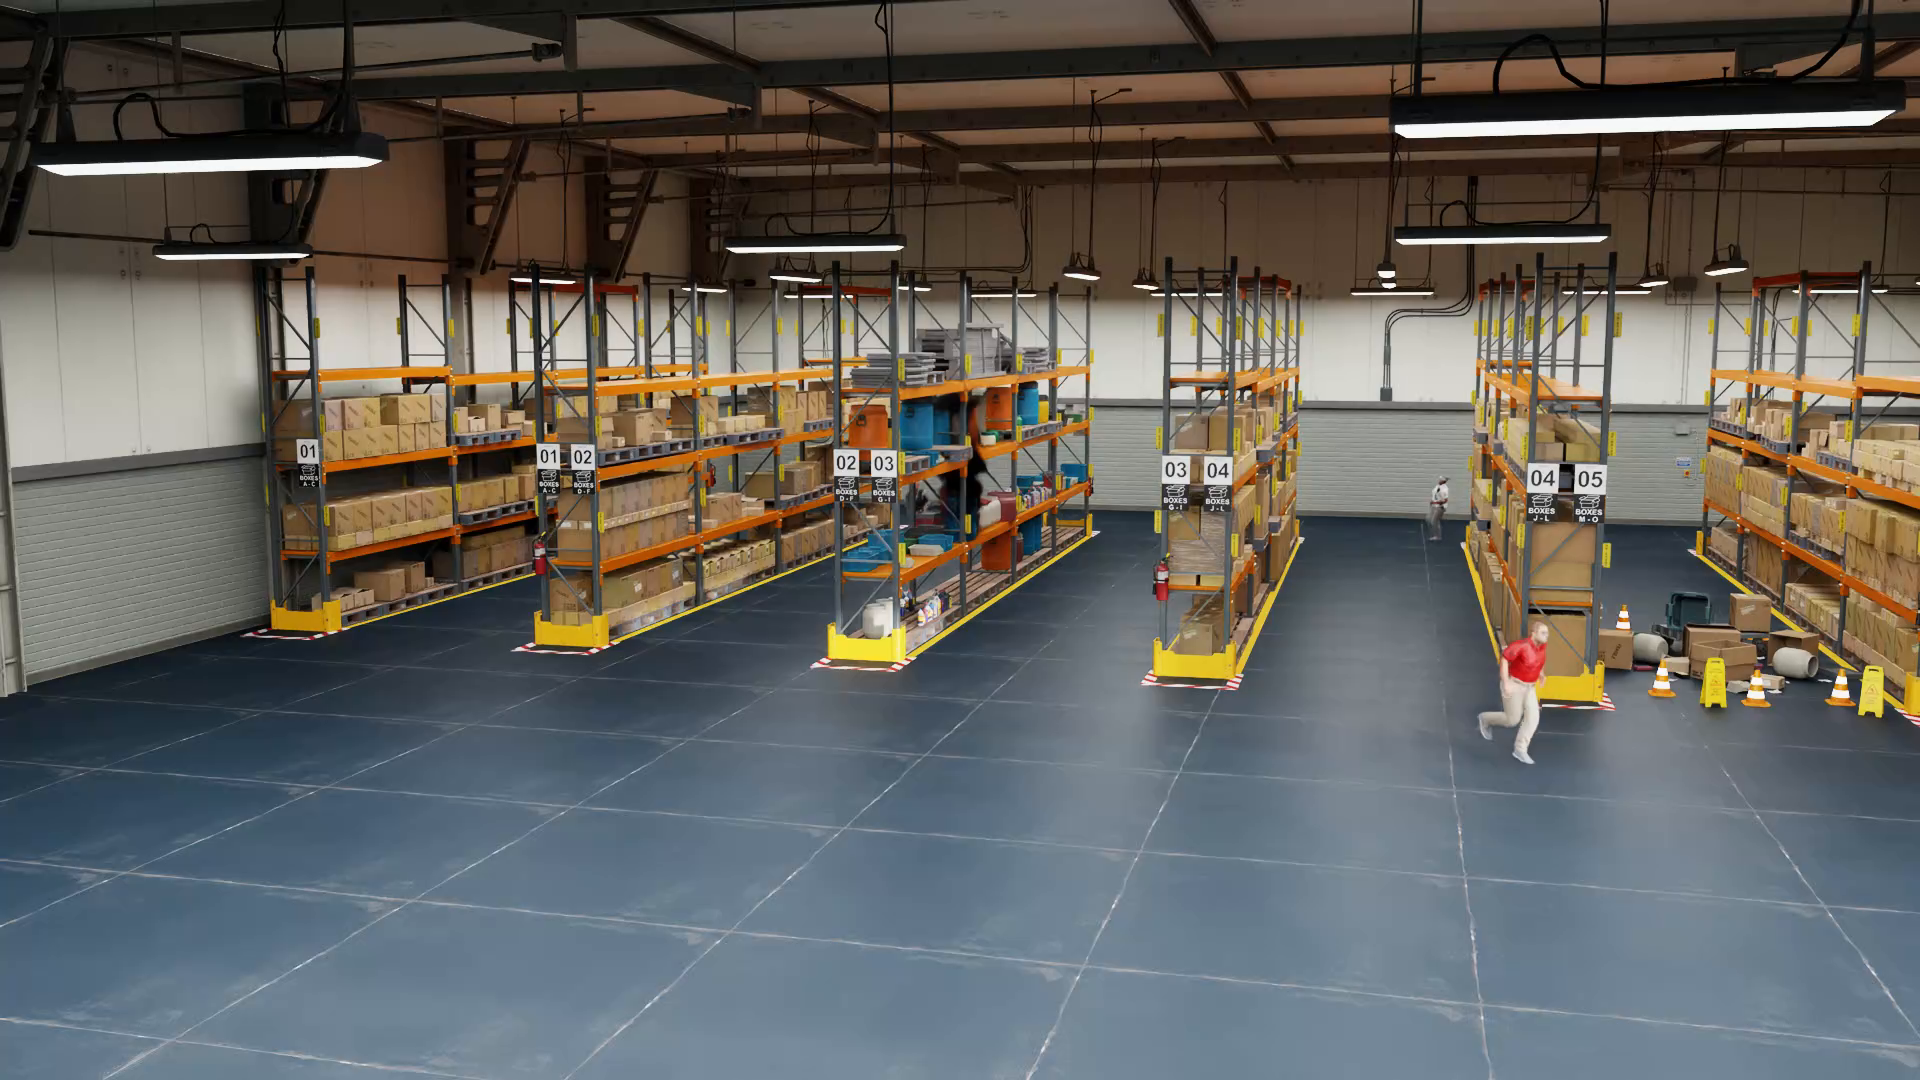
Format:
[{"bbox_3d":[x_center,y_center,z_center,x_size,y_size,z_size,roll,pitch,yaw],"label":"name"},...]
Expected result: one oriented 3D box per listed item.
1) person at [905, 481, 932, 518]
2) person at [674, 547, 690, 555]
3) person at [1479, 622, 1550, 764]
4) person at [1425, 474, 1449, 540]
[{"bbox_3d":[-0.911,-0.443,36.745,0.661,1.633,1.081,2,7,14],"label":"person"},{"bbox_3d":[-5.730,-0.169,34.339,0.616,1.708,0.734,2,7,14],"label":"person"},{"bbox_3d":[6.504,1.745,19.507,0.664,1.686,0.883,-5,9,-35],"label":"person"},{"bbox_3d":[11.251,-0.763,39.256,0.496,1.653,0.731,-3,8,-21],"label":"person"}]
